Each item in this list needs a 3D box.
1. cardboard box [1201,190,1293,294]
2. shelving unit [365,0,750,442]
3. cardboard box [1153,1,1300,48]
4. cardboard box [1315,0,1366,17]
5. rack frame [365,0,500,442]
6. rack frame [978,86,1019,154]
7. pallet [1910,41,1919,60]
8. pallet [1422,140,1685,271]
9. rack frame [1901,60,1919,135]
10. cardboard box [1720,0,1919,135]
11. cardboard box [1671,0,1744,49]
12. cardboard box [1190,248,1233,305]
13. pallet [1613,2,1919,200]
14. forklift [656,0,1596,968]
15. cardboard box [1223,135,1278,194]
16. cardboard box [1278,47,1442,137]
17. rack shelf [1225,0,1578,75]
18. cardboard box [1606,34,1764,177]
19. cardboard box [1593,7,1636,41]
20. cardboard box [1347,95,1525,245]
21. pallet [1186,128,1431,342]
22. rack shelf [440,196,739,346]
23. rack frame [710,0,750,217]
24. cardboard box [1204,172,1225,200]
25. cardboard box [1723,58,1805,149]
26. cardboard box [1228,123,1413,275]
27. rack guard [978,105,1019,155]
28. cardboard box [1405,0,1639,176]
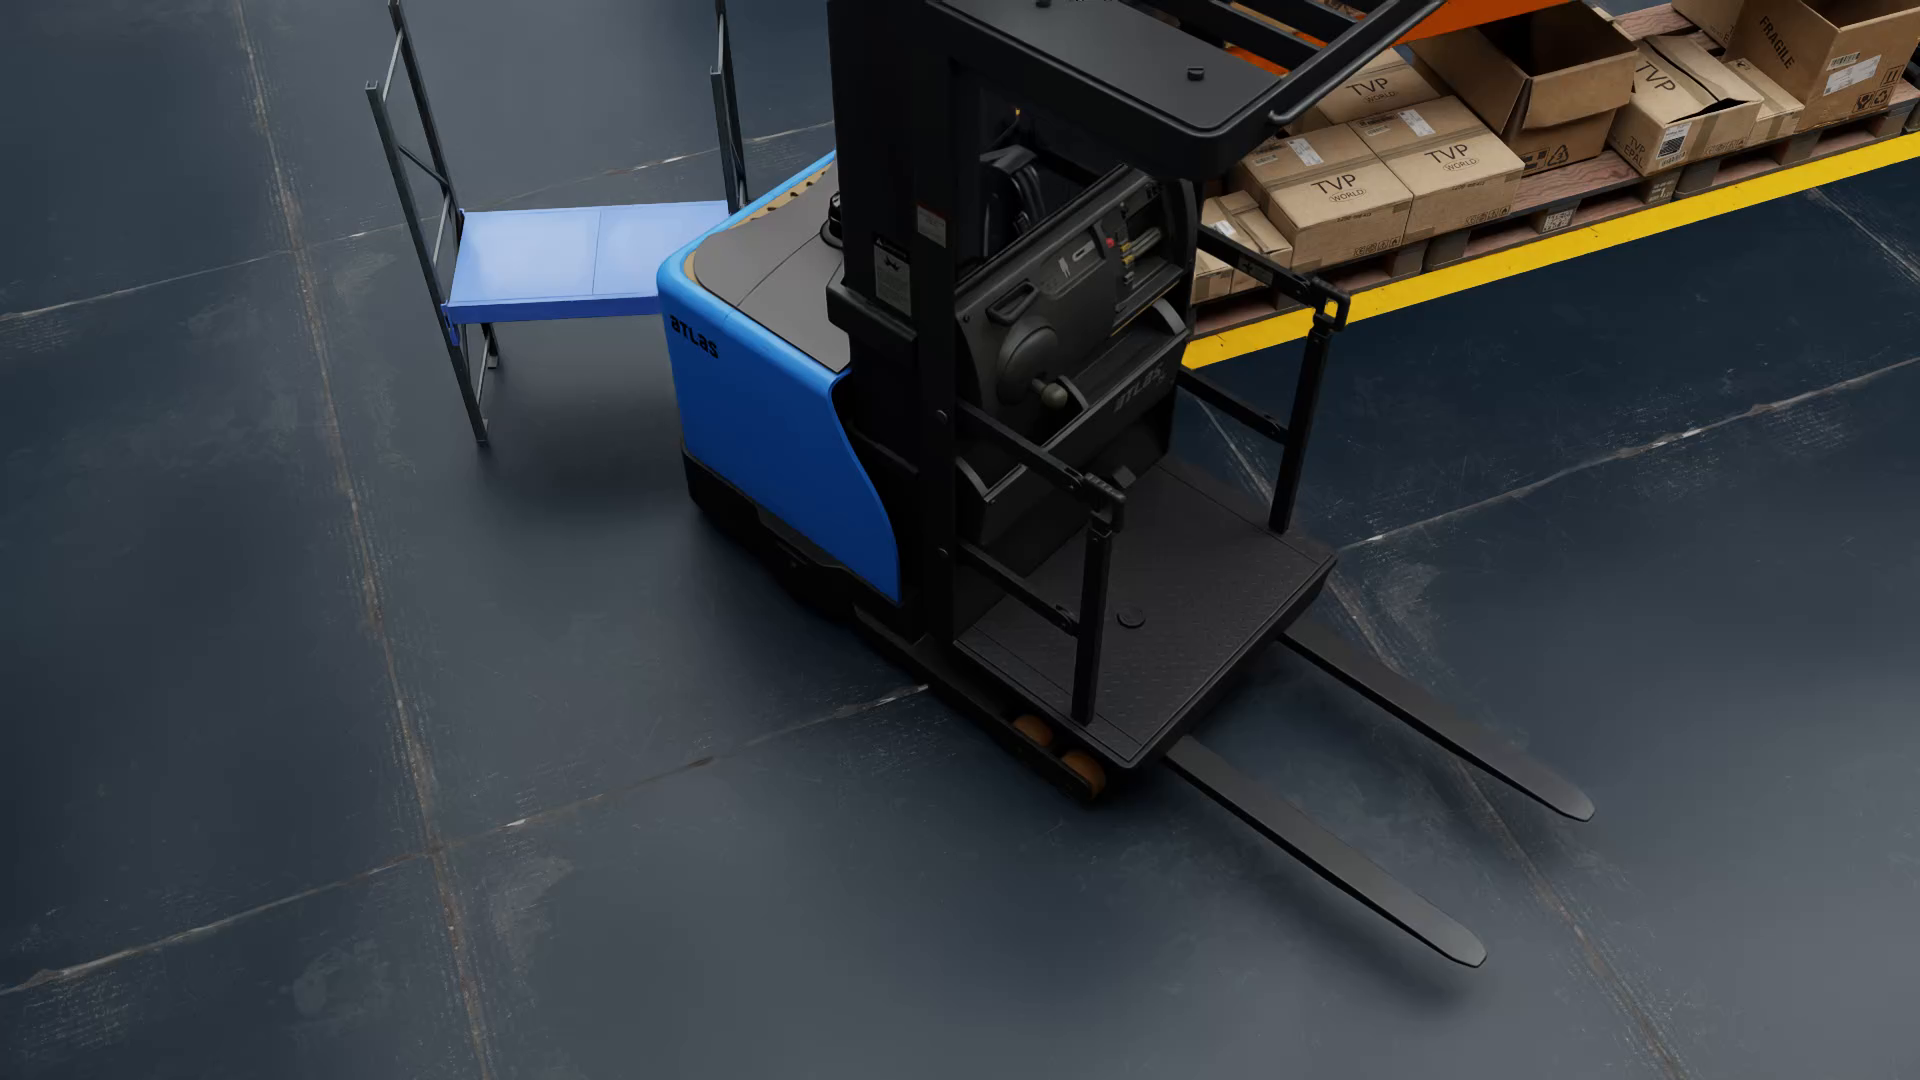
[{"bbox_3d":[1.058,-1.143,6.332,0.250,0.166,0.380,-17,52,-14],"label":"cardboard box"},{"bbox_3d":[-1.257,-1.063,5.674,1.048,1.500,0.538,-3,49,-3],"label":"shelving unit"},{"bbox_3d":[0.819,-1.947,5.379,0.500,0.500,0.500,-16,51,-13],"label":"cardboard box"},{"bbox_3d":[1.295,-2.098,5.509,0.500,0.500,0.500,-18,52,-15],"label":"cardboard box"},{"bbox_3d":[-1.763,-1.034,5.649,0.032,1.500,0.500,-3,49,-3],"label":"rack frame"},{"bbox_3d":[0.309,-1.972,5.466,0.127,3.000,1.000,-17,52,-14],"label":"rack frame"},{"bbox_3d":[4.751,-2.471,7.733,1.213,0.211,1.003,-17,52,-14],"label":"pallet"},{"bbox_3d":[2.245,-1.662,7.038,1.213,0.211,1.003,-17,52,-14],"label":"pallet"},{"bbox_3d":[4.012,-3.119,6.452,0.127,3.000,1.000,-17,52,-14],"label":"rack frame"},{"bbox_3d":[3.592,-2.086,6.922,0.500,0.500,0.500,-17,52,-14],"label":"cardboard box"},{"bbox_3d":[3.542,-2.418,7.332,0.500,0.311,0.500,-17,52,-14],"label":"cardboard box"},{"bbox_3d":[0.827,-1.065,6.277,0.250,0.149,0.380,-17,52,-14],"label":"cardboard box"},{"bbox_3d":[3.376,-2.014,7.341,1.213,0.211,1.003,-17,52,-14],"label":"pallet"},{"bbox_3d":[0.487,-0.614,4.345,3.031,2.935,1.130,34,57,26],"label":"forklift"},{"bbox_3d":[1.128,-1.574,6.702,0.250,0.166,0.380,-17,52,-14],"label":"cardboard box"},{"bbox_3d":[1.610,-1.800,6.841,0.500,0.250,0.500,-17,52,-14],"label":"cardboard box"},{"bbox_3d":[2.160,-2.311,6.232,4.000,0.370,1.077,-17,52,-14],"label":"rack shelf"},{"bbox_3d":[2.897,-1.809,6.809,0.500,0.311,0.500,-17,52,-14],"label":"cardboard box"},{"bbox_3d":[2.745,-2.116,7.168,0.250,0.166,0.380,-17,52,-14],"label":"cardboard box"},{"bbox_3d":[1.845,-1.463,6.552,0.500,0.250,0.500,-17,52,-14],"label":"cardboard box"},{"bbox_3d":[1.117,-1.315,6.740,1.213,0.211,1.003,-17,52,-14],"label":"pallet"},{"bbox_3d":[-1.257,-0.946,5.811,1.000,0.185,0.538,-3,49,-3],"label":"rack shelf"},{"bbox_3d":[-0.750,-1.093,5.700,0.032,1.500,0.500,-3,49,-3],"label":"rack frame"},{"bbox_3d":[0.719,-1.630,6.530,0.500,0.500,0.500,-17,52,-14],"label":"cardboard box"},{"bbox_3d":[3.267,-1.822,6.926,0.250,0.149,0.380,-17,52,-14],"label":"cardboard box"},{"bbox_3d":[1.382,-1.320,6.429,0.500,0.250,0.500,-17,52,-14],"label":"cardboard box"},{"bbox_3d":[0.379,-1.179,6.433,0.348,0.500,1.175,-17,52,-14],"label":"rack guard"},{"bbox_3d":[2.275,-1.907,6.766,0.637,0.503,0.797,-17,52,-14],"label":"cardboard box"}]
